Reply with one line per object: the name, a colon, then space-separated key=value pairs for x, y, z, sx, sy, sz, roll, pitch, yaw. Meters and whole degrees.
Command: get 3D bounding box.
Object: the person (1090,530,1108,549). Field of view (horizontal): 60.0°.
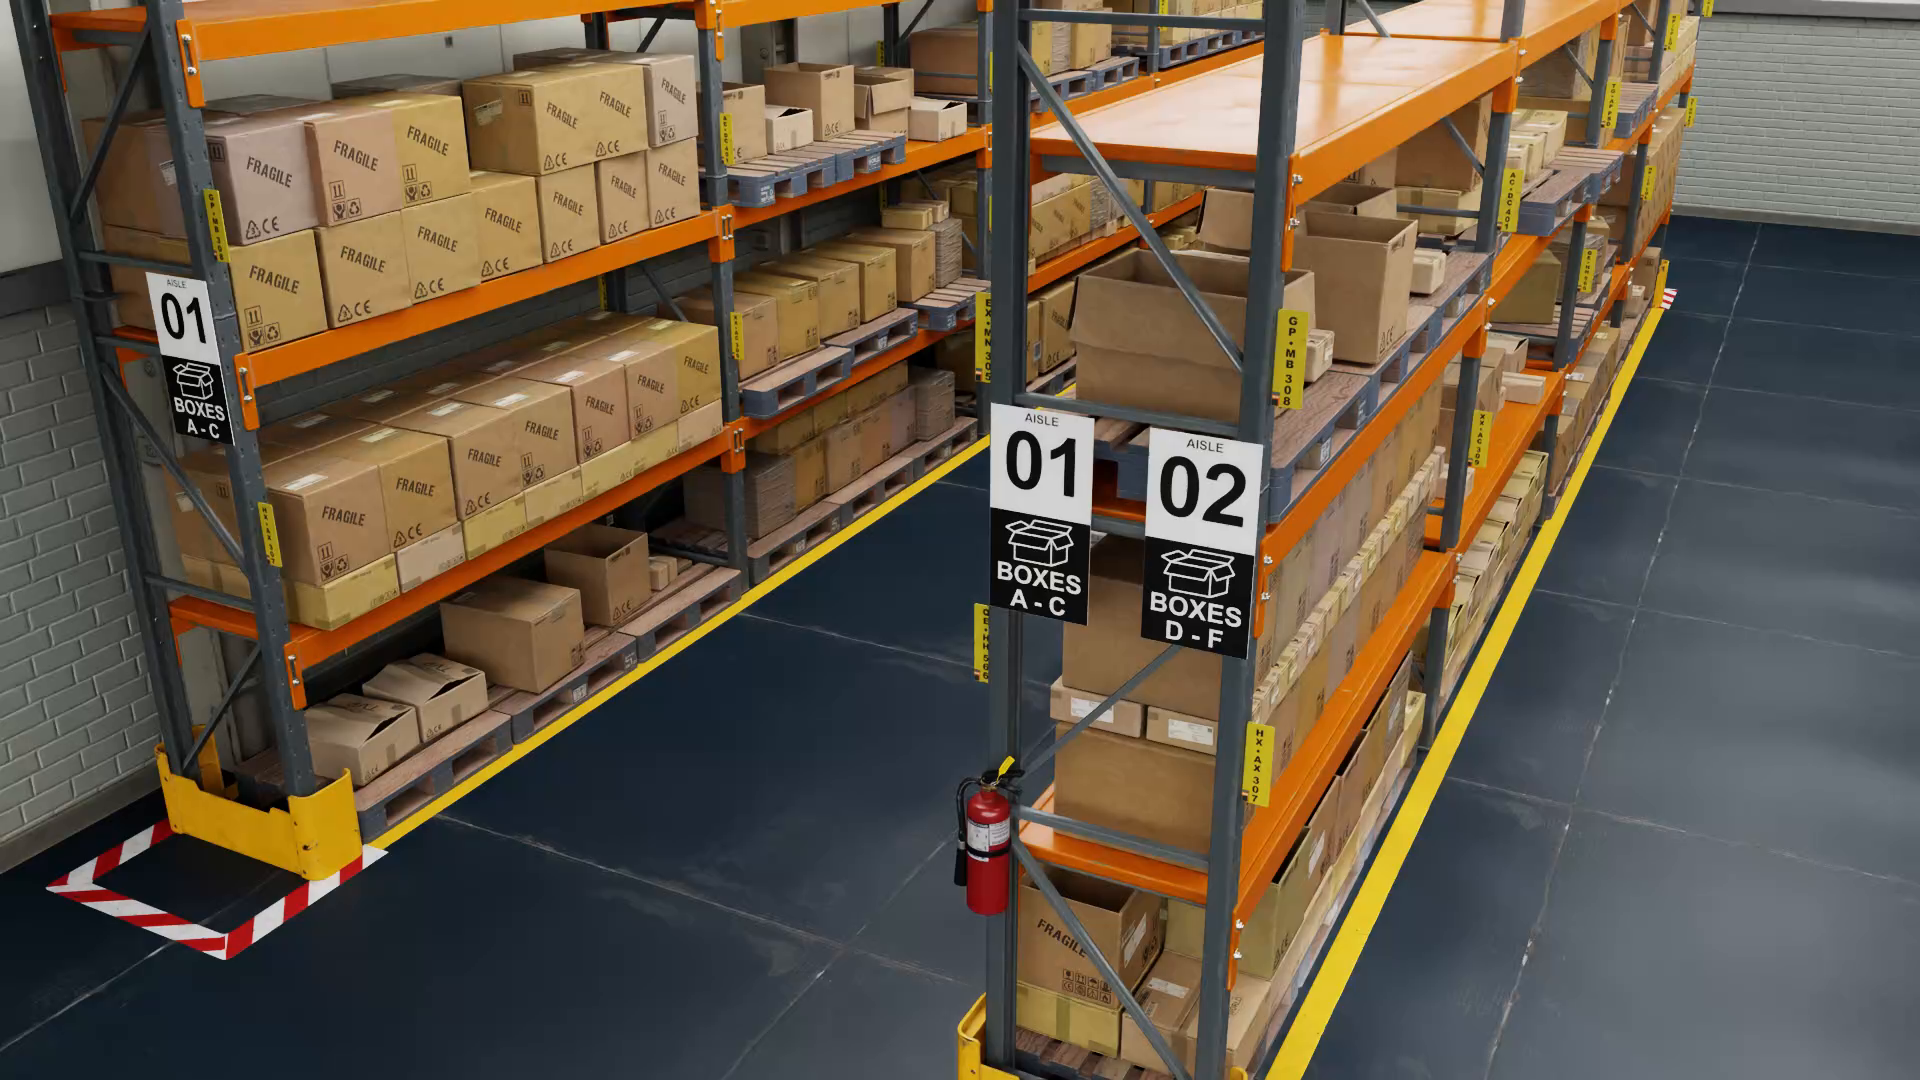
person: x=0.987 y=-0.128 z=11.050 sx=0.617 sy=1.774 sz=0.446 roll=11 pitch=25 yaw=25
